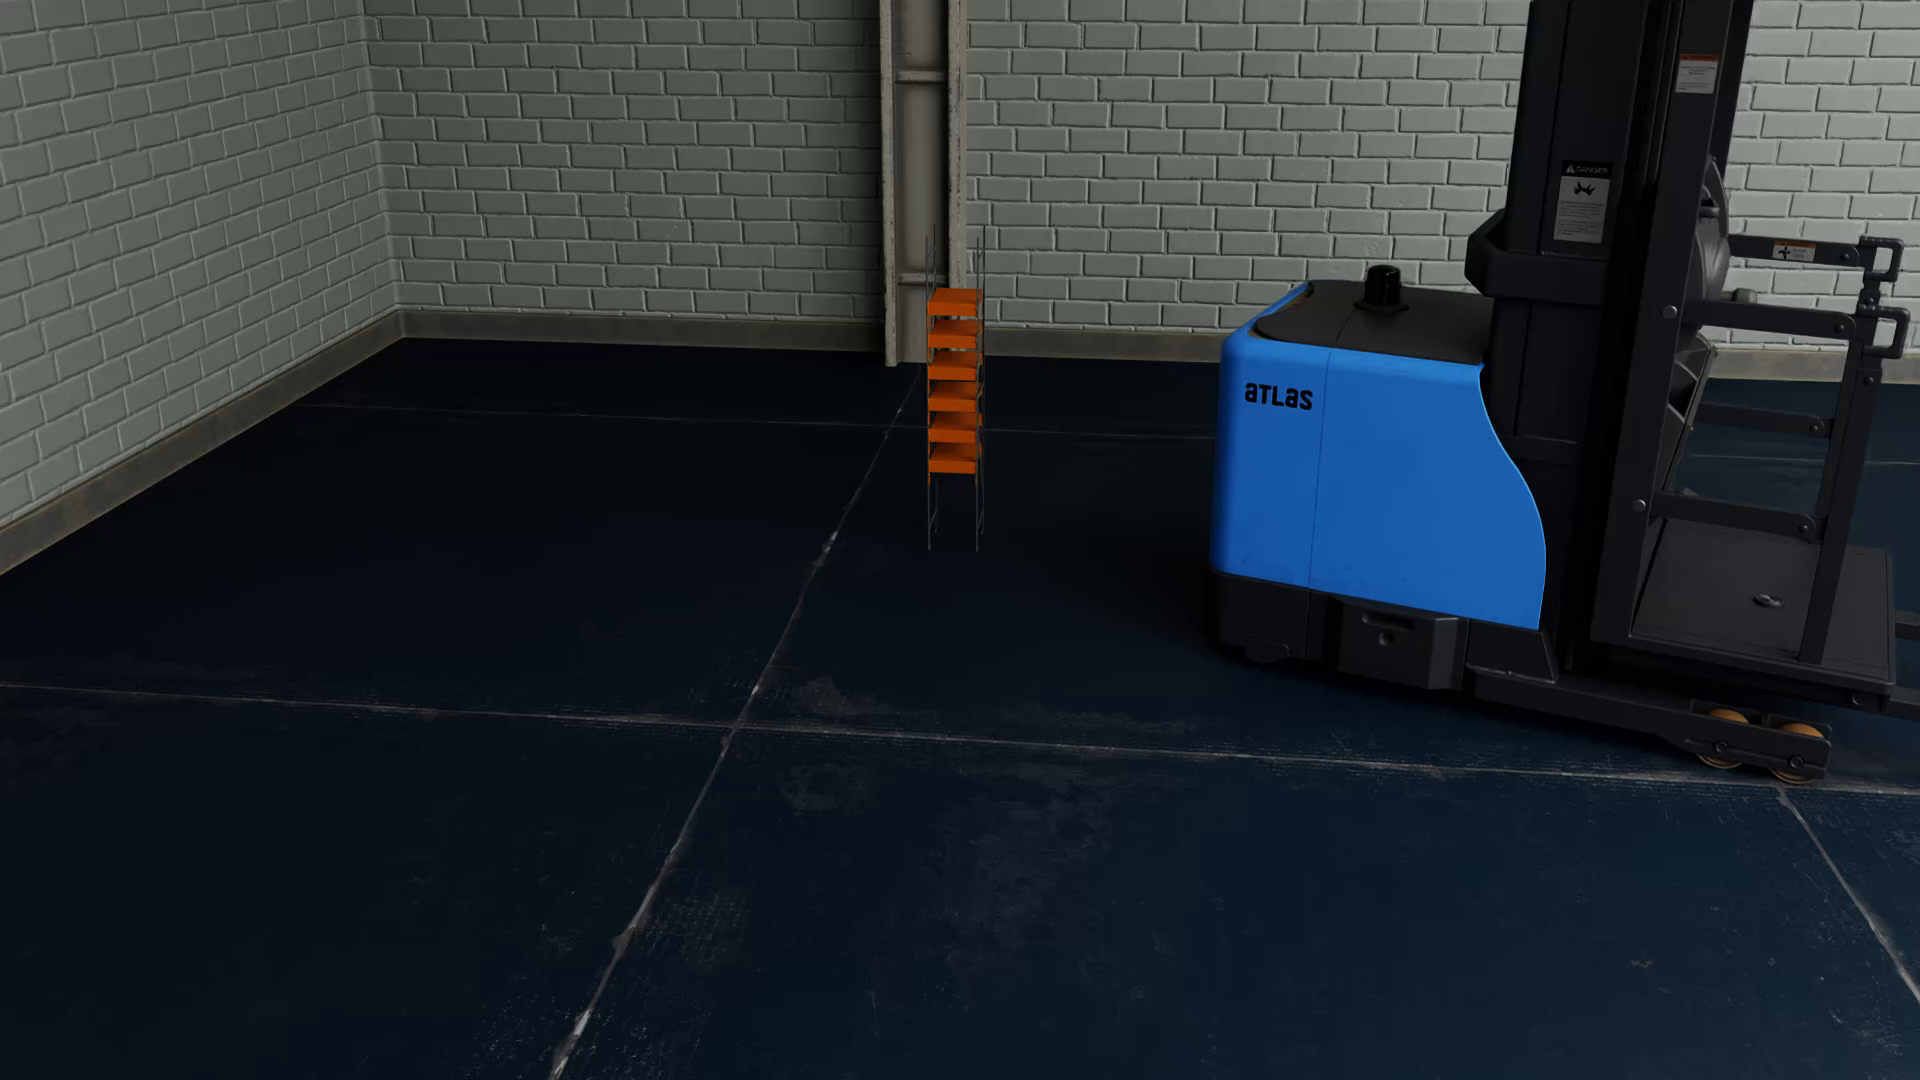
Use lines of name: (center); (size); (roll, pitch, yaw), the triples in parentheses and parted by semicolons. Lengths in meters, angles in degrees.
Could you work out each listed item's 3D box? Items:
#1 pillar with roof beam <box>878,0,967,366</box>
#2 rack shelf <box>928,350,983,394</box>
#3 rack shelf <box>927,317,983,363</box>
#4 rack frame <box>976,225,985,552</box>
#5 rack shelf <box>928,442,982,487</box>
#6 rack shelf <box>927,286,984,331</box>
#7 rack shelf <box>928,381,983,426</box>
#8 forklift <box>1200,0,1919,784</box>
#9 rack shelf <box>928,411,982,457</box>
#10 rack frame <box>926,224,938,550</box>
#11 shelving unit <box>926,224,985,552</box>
pillar with roof beam: (-0.688, -3.577, 3.247); (0.400, 9.000, 9.100); (2, 22, 6)
rack shelf: (-0.014, -0.629, 6.193); (0.180, 0.103, 0.258); (2, 22, 6)
rack shelf: (-0.014, -0.740, 6.149); (0.180, 0.103, 0.258); (2, 22, 6)
rack frame: (0.077, -0.555, 6.211); (0.006, 1.200, 0.240); (2, 22, 6)
rack shelf: (-0.014, -0.294, 6.325); (0.180, 0.103, 0.258); (2, 22, 6)
rack shelf: (-0.014, -0.852, 6.105); (0.180, 0.103, 0.258); (2, 22, 6)
rack shelf: (-0.014, -0.517, 6.237); (0.180, 0.103, 0.258); (2, 22, 6)
forklift: (2.343, -0.897, 4.722); (3.031, 2.935, 1.130); (11, 24, 25)
rack shelf: (-0.014, -0.406, 6.281); (0.180, 0.103, 0.258); (2, 22, 6)
rack frame: (-0.105, -0.563, 6.231); (0.006, 1.200, 0.240); (2, 22, 6)
shelving unit: (-0.014, -0.559, 6.221); (0.189, 1.200, 0.258); (2, 22, 6)
